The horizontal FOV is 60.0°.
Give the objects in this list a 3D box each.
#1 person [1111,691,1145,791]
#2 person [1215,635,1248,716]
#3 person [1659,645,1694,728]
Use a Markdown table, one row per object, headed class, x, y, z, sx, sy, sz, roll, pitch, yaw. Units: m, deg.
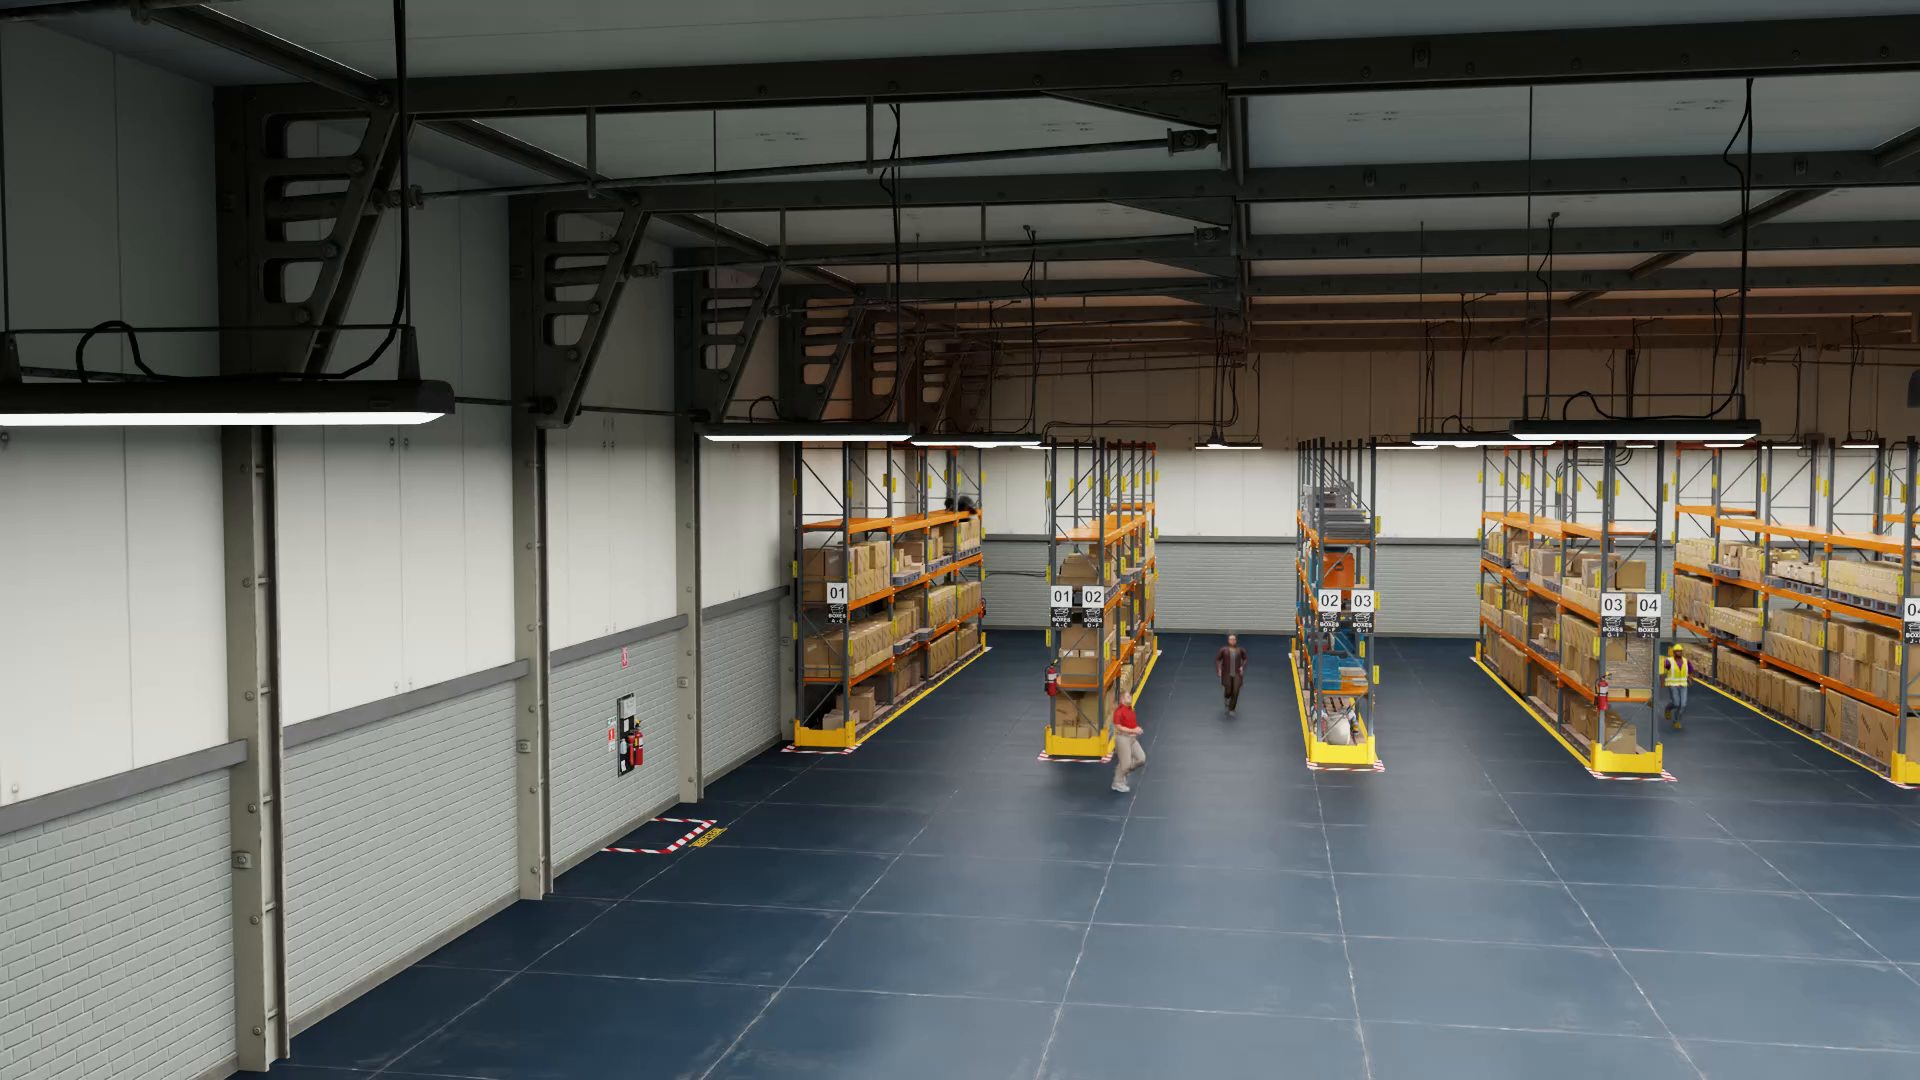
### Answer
| class | x | y | z | sx | sy | sz | roll | pitch | yaw |
| --- | --- | --- | --- | --- | --- | --- | --- | --- | --- |
| person | 2.851 | 3.391 | 28.026 | 0.607 | 1.682 | 0.651 | 2 | 4 | 33 |
| person | 5.946 | 2.970 | 36.368 | 0.724 | 1.711 | 0.653 | 0 | 3 | 3 |
| person | 14.932 | 3.038 | 34.635 | 0.715 | 1.725 | 0.584 | 0 | 3 | 2 |
